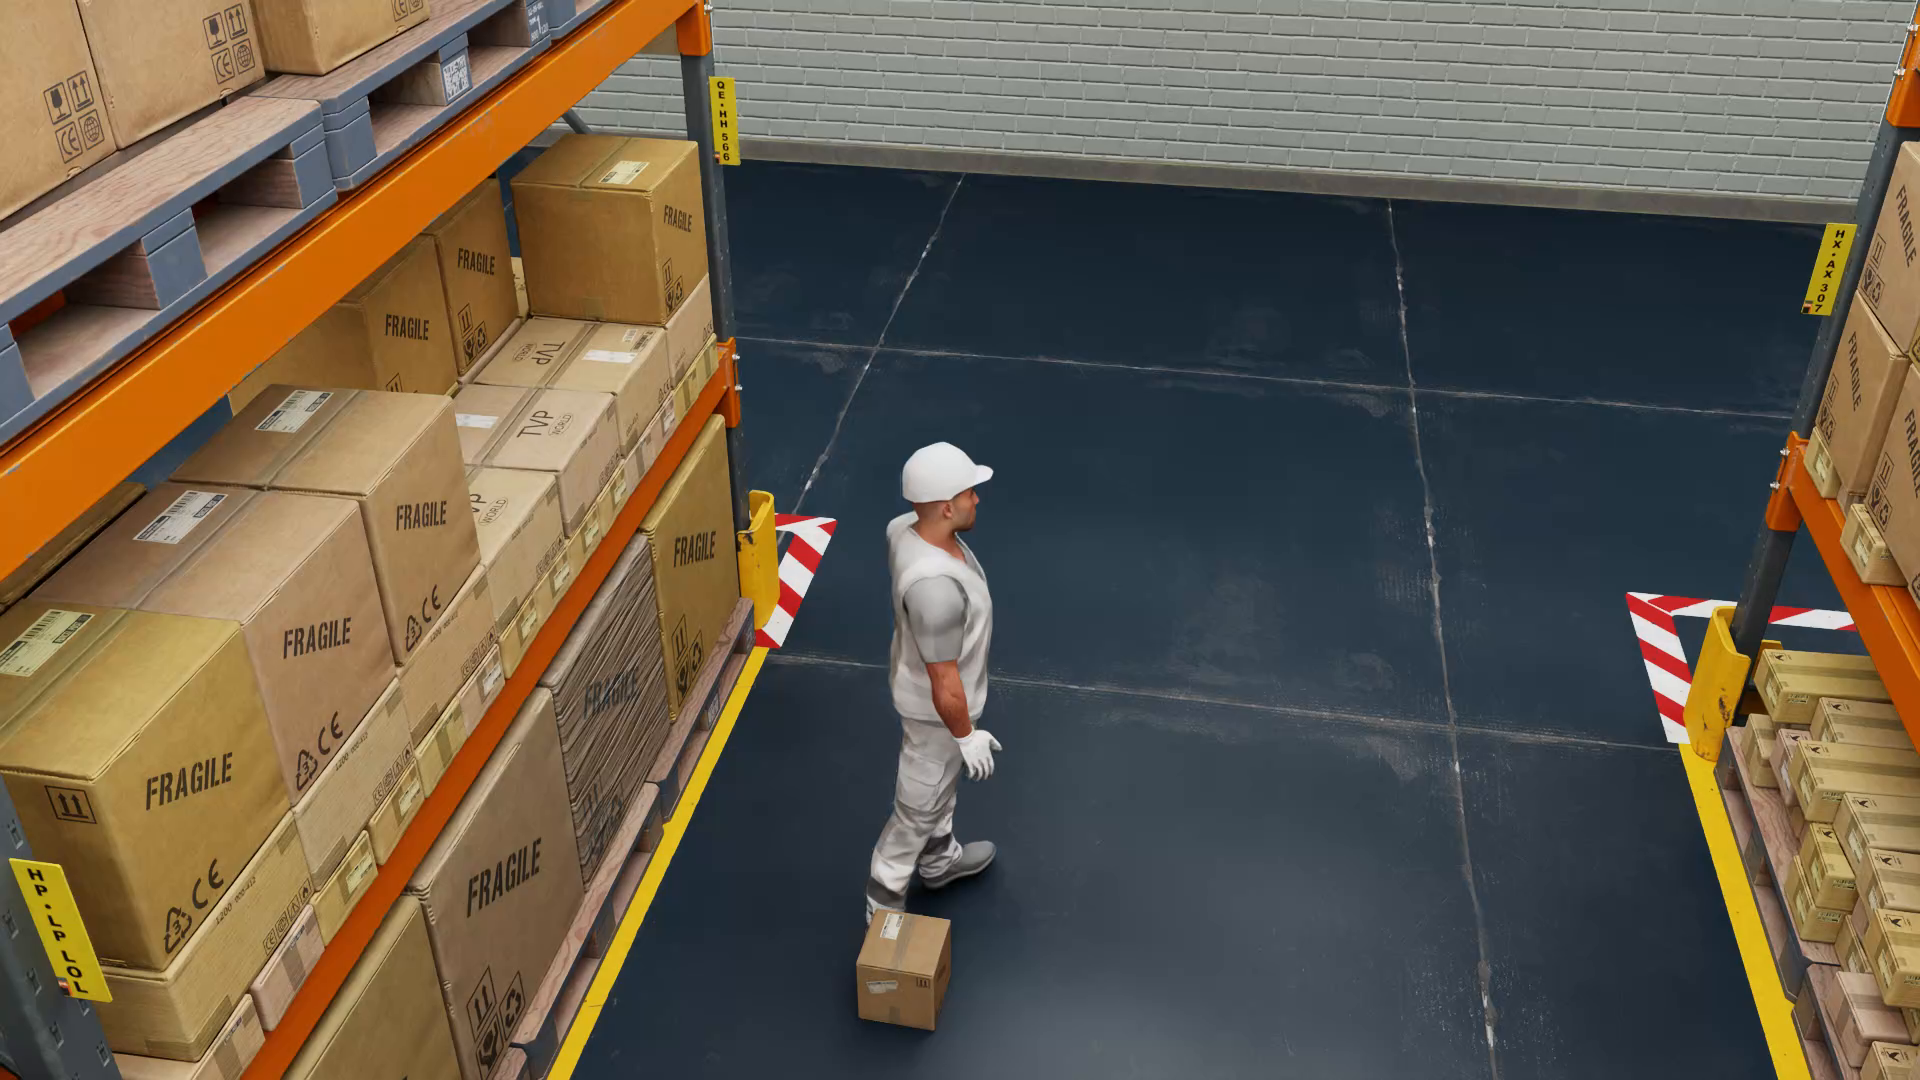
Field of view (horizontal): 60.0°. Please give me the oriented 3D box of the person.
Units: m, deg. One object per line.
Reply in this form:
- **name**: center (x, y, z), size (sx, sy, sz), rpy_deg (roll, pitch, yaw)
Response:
- **person**: center (-0.091, 0.528, 5.251), size (0.472, 1.789, 0.671), rpy_deg (-2, 32, -3)
